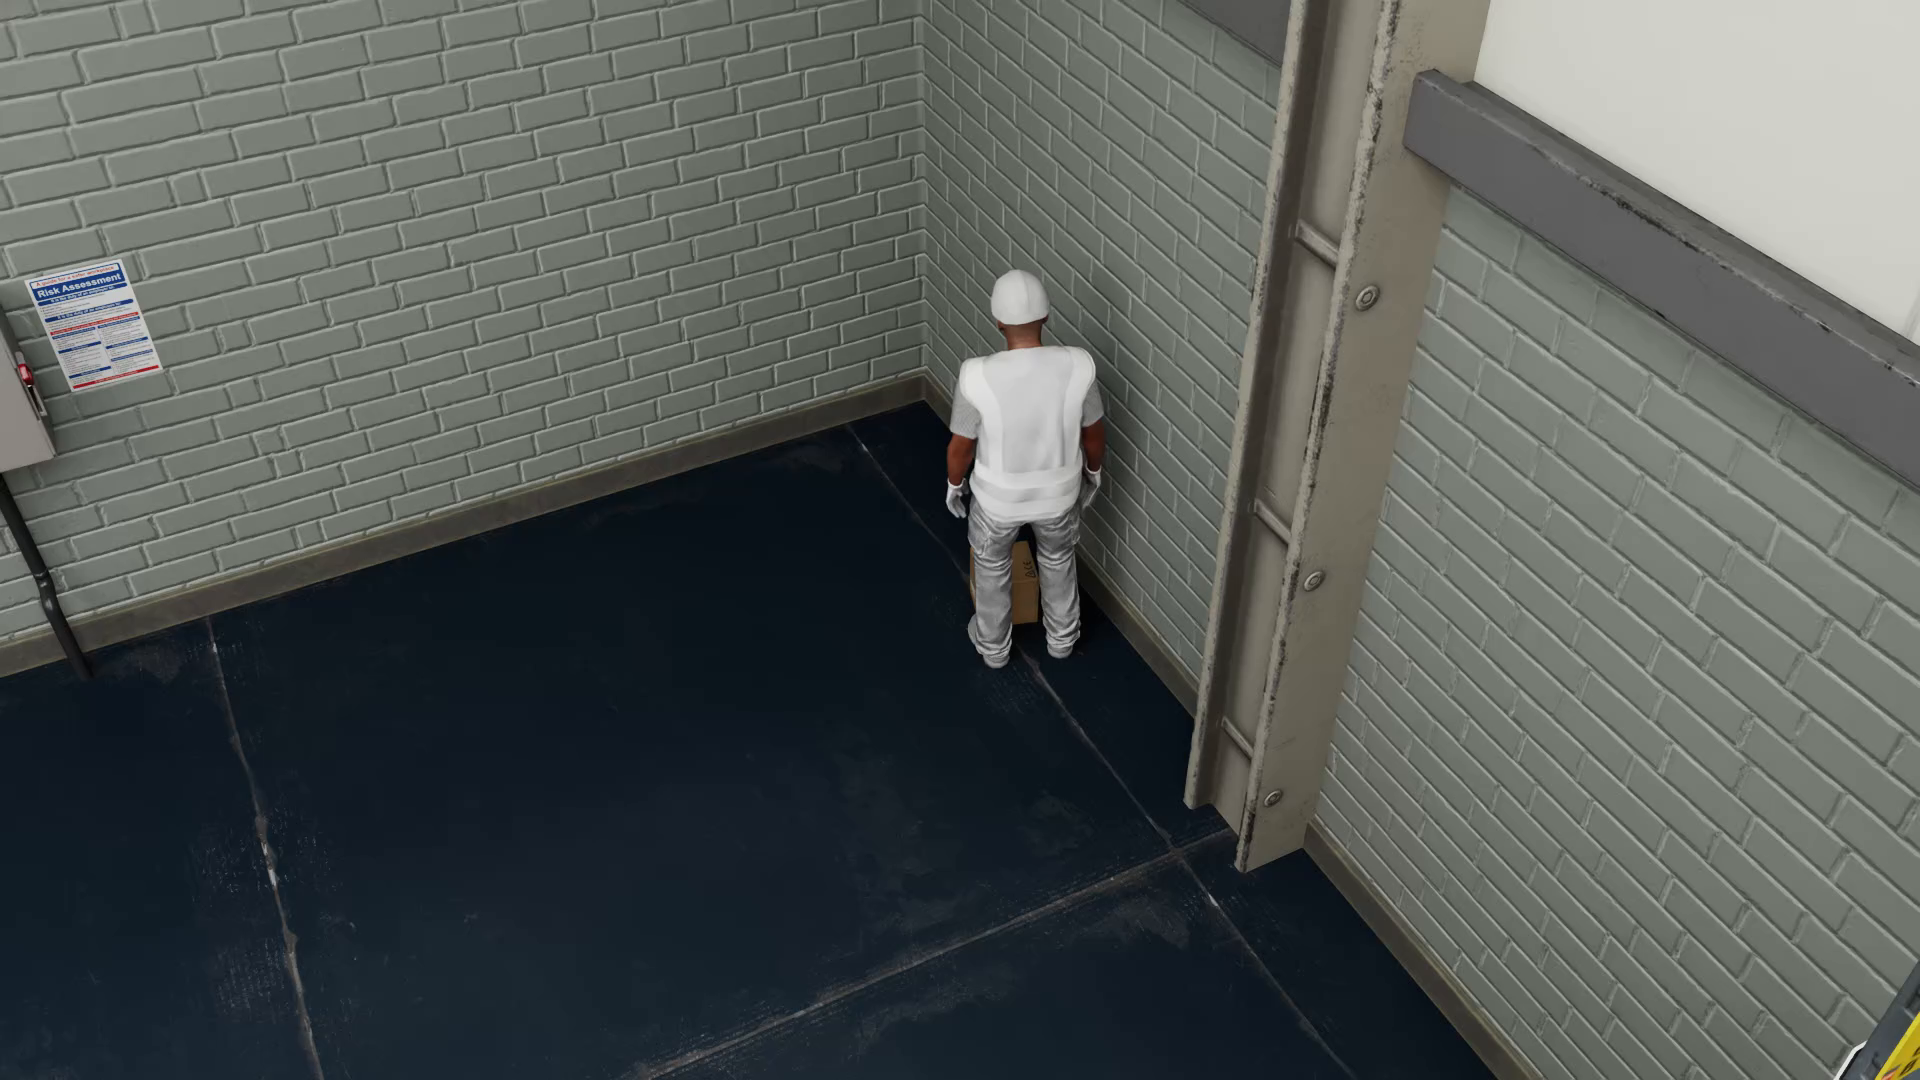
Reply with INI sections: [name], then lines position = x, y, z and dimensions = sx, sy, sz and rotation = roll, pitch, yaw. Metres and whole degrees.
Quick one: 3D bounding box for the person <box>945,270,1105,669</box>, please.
[person]
position = 0.248, -0.227, 6.413
dimensions = 0.619, 1.772, 0.447
rotation = -7, 41, -8
